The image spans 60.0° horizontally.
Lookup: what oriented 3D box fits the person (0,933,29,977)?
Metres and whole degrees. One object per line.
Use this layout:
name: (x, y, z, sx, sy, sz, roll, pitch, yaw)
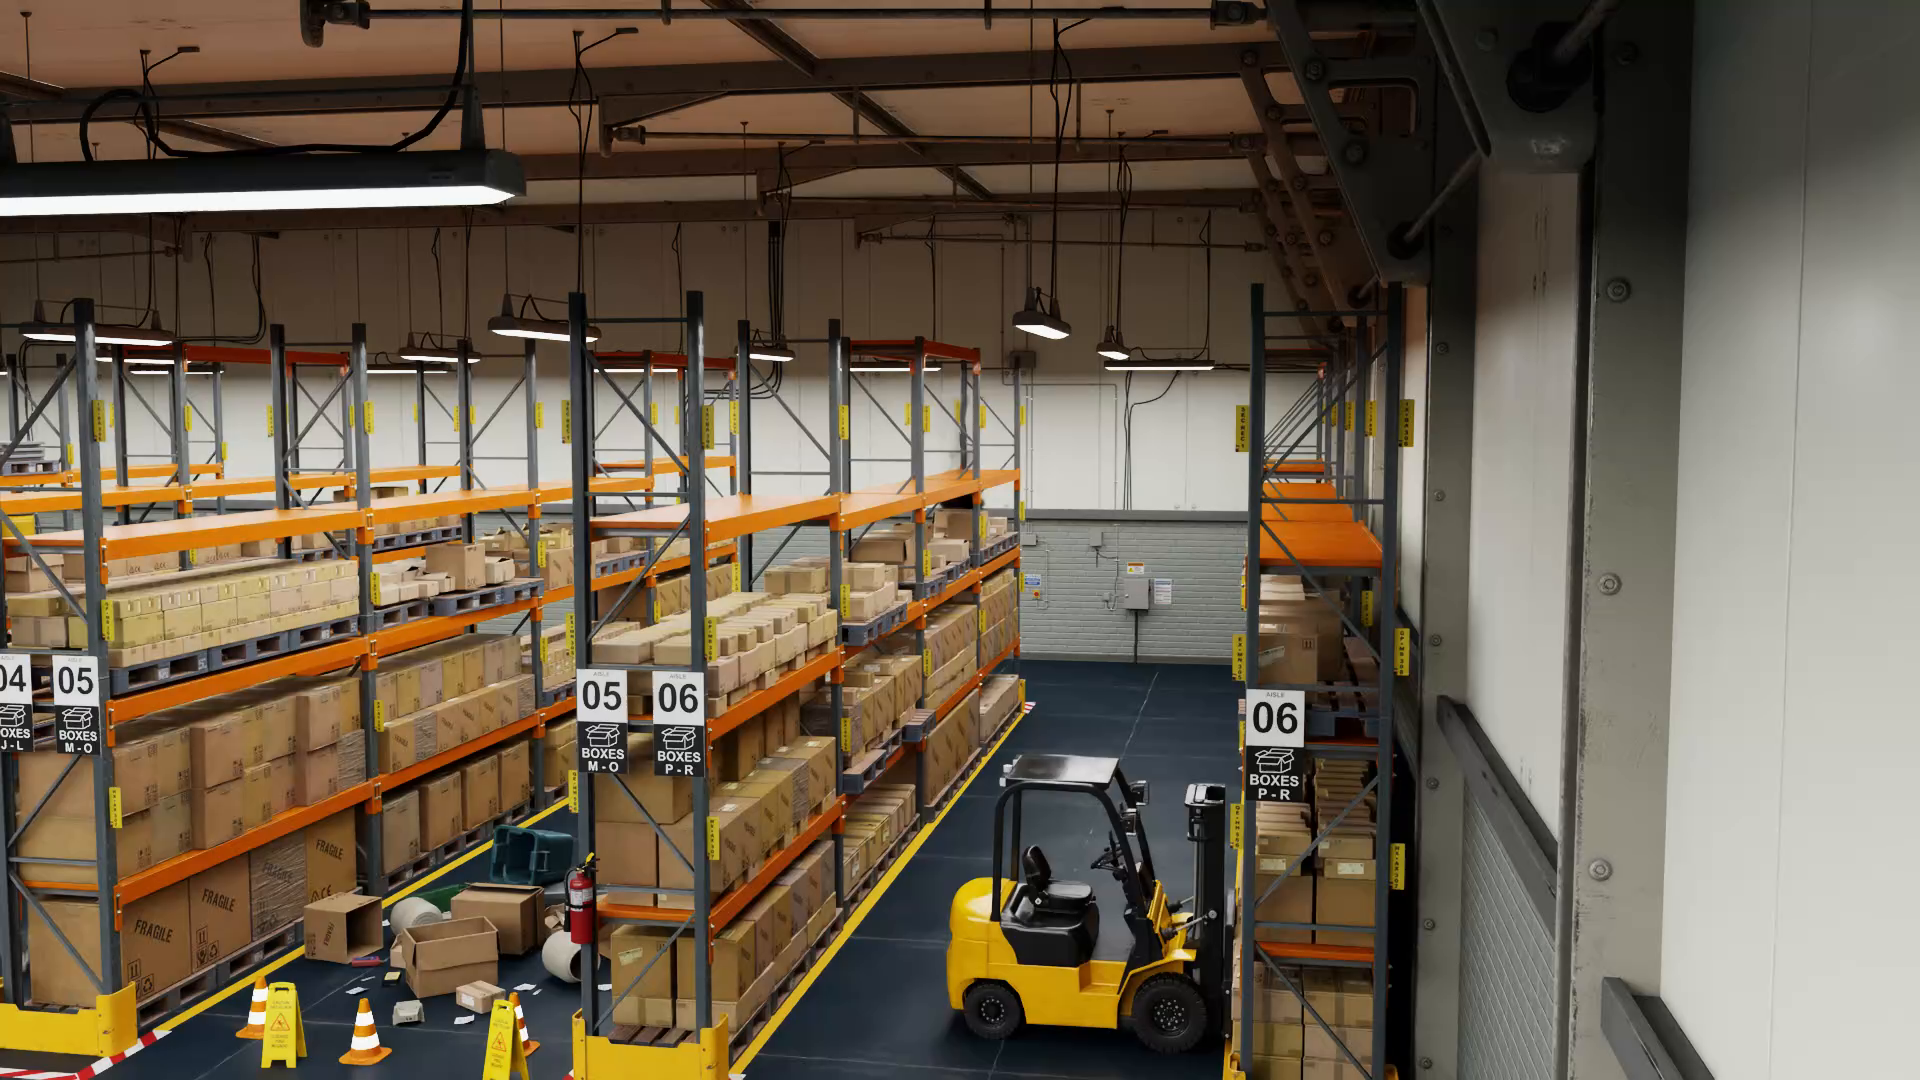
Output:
person: (-8.567, 3.157, 14.849, 0.544, 1.624, 0.636, 0, 5, -1)
